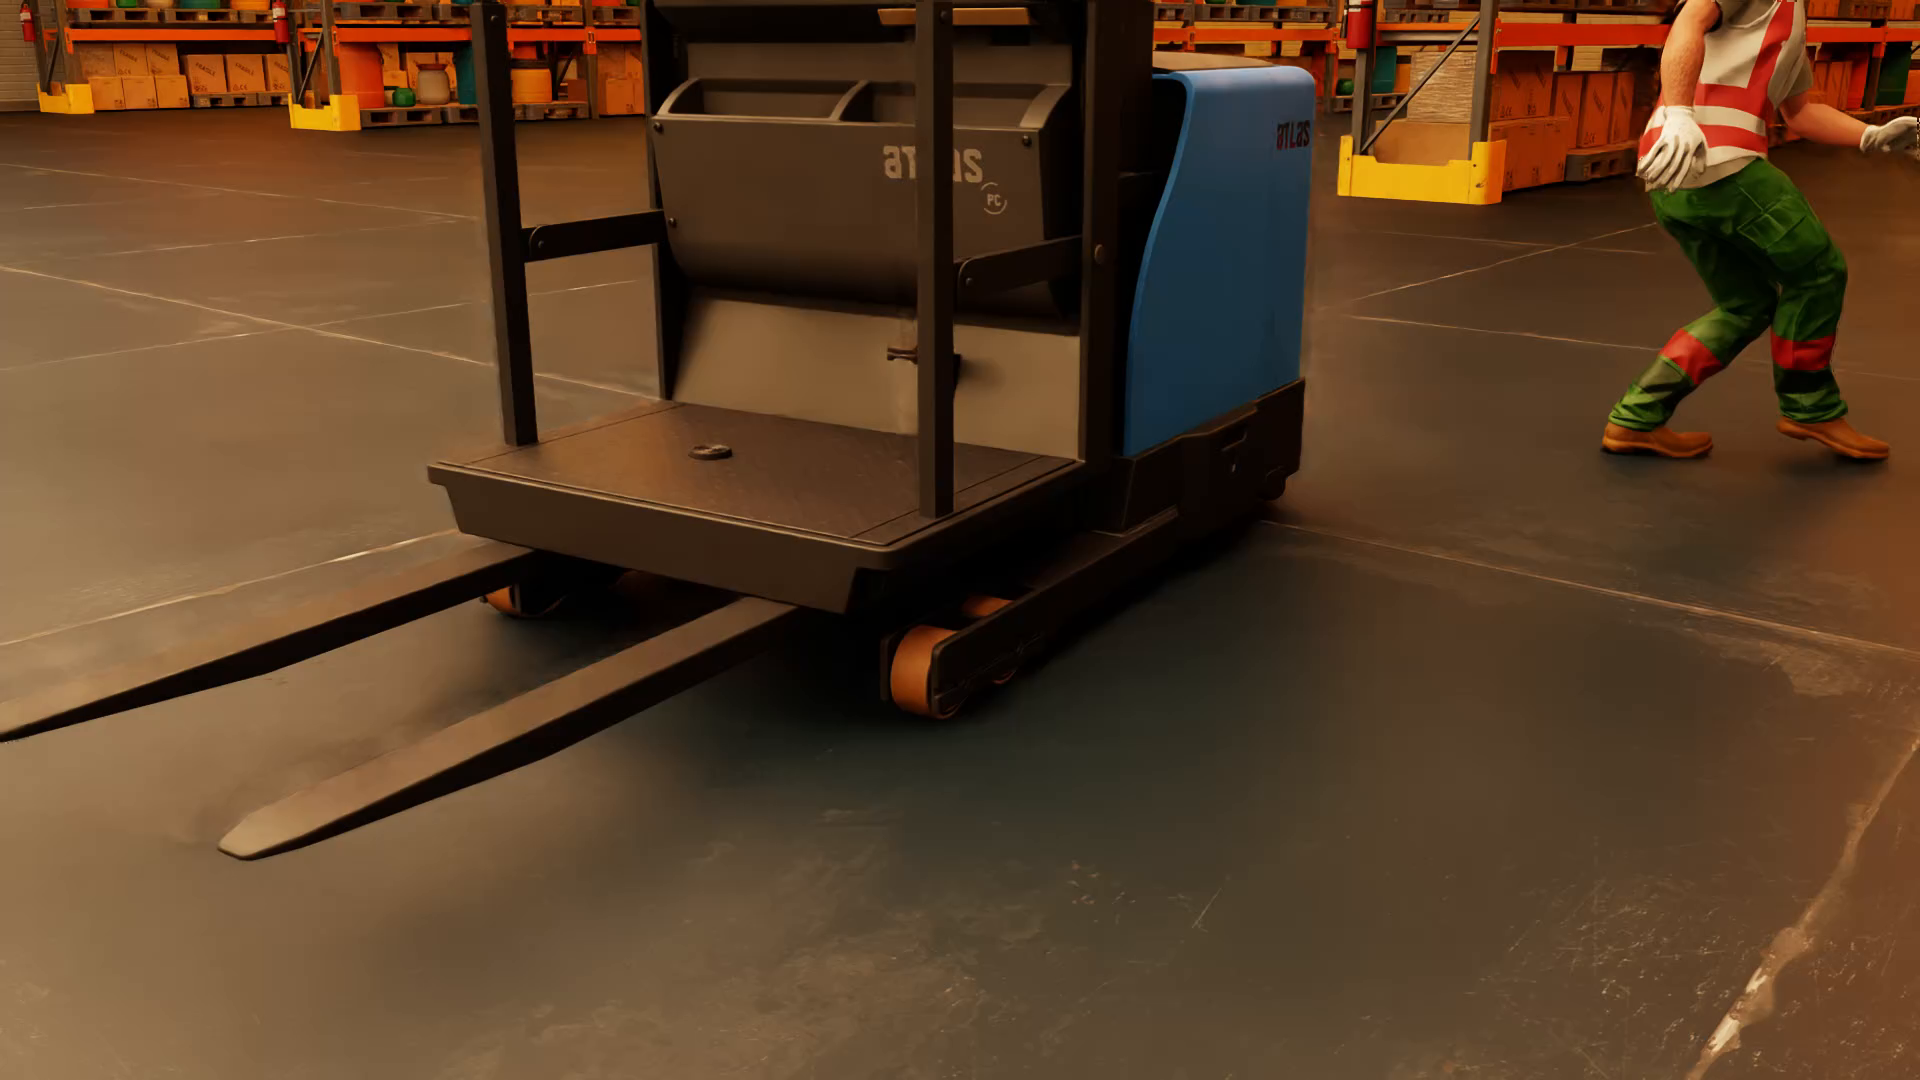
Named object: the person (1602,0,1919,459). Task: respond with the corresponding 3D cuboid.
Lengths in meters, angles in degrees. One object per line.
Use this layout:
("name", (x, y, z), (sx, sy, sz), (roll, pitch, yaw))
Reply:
("person", (2.184, -0.971, 4.387), (0.814, 1.610, 0.785), (5, 18, 15))

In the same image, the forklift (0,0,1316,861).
("forklift", (-0.323, -1.242, 2.986), (1.130, 2.935, 3.031), (10, 20, 30))
